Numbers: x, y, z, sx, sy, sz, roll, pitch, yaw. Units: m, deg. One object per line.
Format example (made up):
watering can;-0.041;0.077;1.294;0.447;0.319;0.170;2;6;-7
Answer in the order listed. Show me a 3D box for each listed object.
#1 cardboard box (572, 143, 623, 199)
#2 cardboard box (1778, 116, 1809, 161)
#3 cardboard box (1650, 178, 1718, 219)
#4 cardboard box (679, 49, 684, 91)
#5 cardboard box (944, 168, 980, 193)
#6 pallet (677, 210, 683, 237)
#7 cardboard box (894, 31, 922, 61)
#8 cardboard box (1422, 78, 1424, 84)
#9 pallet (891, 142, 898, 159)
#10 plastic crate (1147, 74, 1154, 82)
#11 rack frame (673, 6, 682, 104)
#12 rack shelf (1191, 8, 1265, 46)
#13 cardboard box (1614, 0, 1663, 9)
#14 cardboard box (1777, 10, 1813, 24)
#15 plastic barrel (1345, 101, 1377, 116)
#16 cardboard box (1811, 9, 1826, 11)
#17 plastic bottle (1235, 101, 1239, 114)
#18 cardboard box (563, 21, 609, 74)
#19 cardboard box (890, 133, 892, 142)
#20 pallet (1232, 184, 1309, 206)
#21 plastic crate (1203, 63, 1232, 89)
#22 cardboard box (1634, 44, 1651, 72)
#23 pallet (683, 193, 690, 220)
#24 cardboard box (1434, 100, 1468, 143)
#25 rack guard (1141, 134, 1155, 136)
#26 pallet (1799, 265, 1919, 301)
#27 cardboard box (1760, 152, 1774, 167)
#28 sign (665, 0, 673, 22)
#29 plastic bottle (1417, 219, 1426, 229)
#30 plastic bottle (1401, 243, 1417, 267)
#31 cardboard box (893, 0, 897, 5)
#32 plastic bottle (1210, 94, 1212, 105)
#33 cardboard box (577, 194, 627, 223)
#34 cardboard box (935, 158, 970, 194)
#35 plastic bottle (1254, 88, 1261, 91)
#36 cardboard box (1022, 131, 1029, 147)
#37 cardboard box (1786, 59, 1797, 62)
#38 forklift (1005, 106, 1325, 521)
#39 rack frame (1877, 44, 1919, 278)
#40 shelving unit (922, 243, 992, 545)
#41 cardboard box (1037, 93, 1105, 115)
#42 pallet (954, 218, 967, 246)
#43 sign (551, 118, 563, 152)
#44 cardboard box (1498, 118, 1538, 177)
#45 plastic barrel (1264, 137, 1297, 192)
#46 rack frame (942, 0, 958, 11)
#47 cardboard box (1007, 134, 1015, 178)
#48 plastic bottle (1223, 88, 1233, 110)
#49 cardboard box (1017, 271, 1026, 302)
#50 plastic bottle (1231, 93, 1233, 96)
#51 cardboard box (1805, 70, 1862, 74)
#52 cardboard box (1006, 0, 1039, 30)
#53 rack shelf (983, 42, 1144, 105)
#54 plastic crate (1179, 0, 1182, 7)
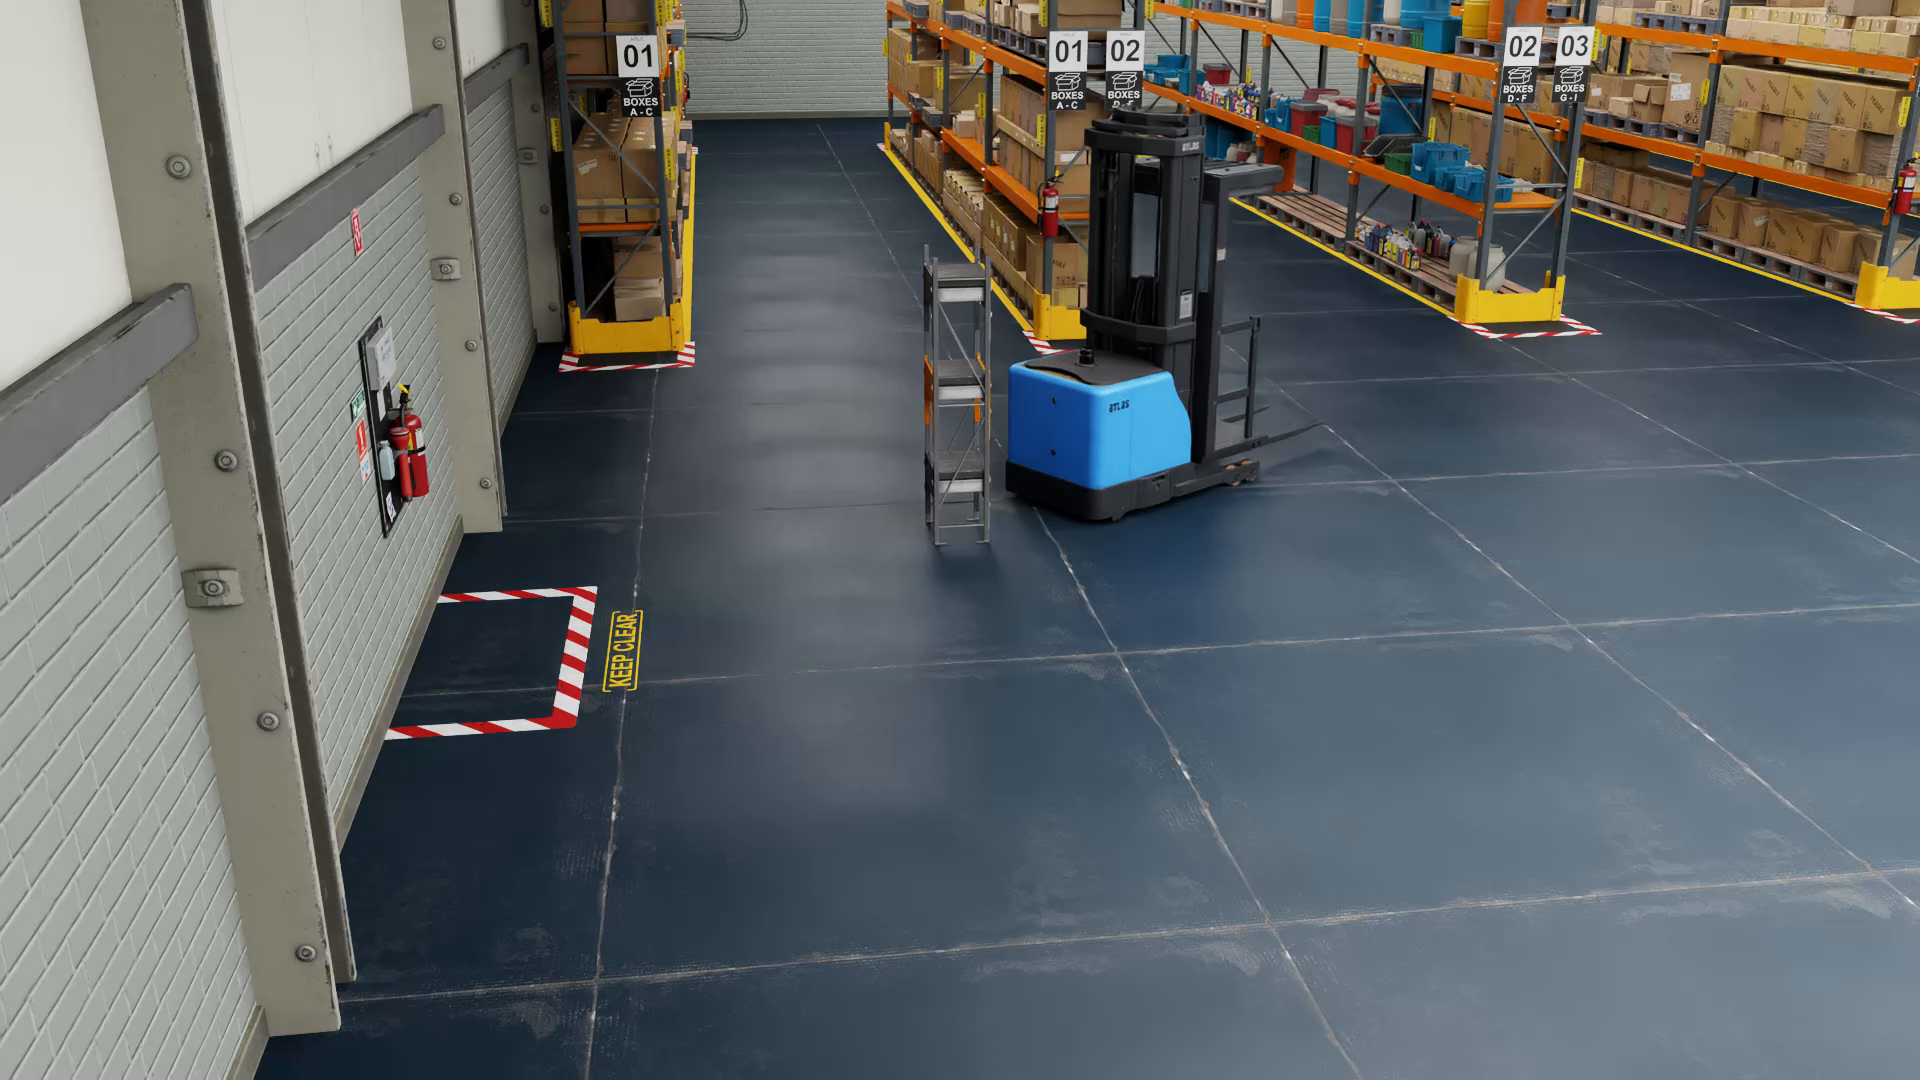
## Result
cardboard box;-3.784;-3.852;17.357;0.500;0.500;0.500;-3;21;-8
cardboard box;10.867;-5.053;20.889;0.875;0.500;0.500;-3;21;-8
cardboard box;10.505;-4.958;24.149;0.700;0.500;0.500;-3;21;-8
cardboard box;-5.613;-8.662;30.692;0.980;0.700;0.700;-3;21;-8
cardboard box;0.028;-5.405;24.930;0.500;0.311;0.500;-2;21;-6
pallet;-4.548;-4.602;24.236;1.003;0.211;1.213;-3;21;-8
cardboard box;-0.957;-9.194;30.974;0.500;0.500;0.500;-3;21;-7
cardboard box;8.953;-8.641;31.424;0.380;0.149;0.250;-3;21;-7
pallet;-0.784;-7.591;32.240;1.003;0.211;1.213;-3;21;-8
plastic crate;3.764;-8.901;32.052;0.250;0.136;0.298;-3;21;-8
rack frame;-5.235;-7.564;28.181;1.000;3.000;0.127;-3;21;-8
rack shelf;4.857;-8.439;27.266;1.077;0.370;4.000;-3;21;-8
cardboard box;10.008;-8.089;24.443;0.500;0.500;0.500;-4;21;-9
cardboard box;10.519;-6.574;20.888;0.380;0.149;0.250;-3;21;-9
plastic barrel;5.695;-5.954;23.675;0.433;0.535;0.433;0;20;0
cardboard box;11.091;-6.693;21.207;0.380;0.149;0.250;-4;21;-9
plastic bottle;4.534;-7.061;27.118;0.097;0.201;0.097;0;20;0
cardboard box;-3.816;-5.002;16.864;0.500;0.500;0.500;-1;21;-4
cardboard box;-1.154;-7.830;32.314;0.380;0.166;0.250;-3;21;-8
pallet;4.990;-5.643;27.024;1.003;0.211;1.213;-3;21;-8
plastic crate;4.688;-8.443;30.359;0.402;0.464;0.583;-3;21;-8
cardboard box;13.767;-9.576;33.000;0.500;0.500;0.500;-3;21;-7
pallet;-4.698;-5.149;25.702;1.003;0.211;1.213;-3;21;-8
cardboard box;9.453;-7.747;31.108;0.875;0.875;0.875;-3;21;-8
rack guard;3.975;-8.285;33.685;1.175;0.500;0.348;-3;21;-8
pallet;11.106;-3.162;20.380;1.003;0.211;1.213;-3;21;-8
cardboard box;10.561;-4.905;21.420;0.380;0.149;0.250;-3;21;-8
sign;-3.546;-6.471;20.230;0.100;0.325;0.005;-3;21;-8
plastic bottle;6.099;-4.050;21.931;0.144;0.351;0.185;-3;21;-9
plastic bottle;5.590;-3.541;20.675;0.152;0.276;0.135;-3;21;-7
cardboard box;-0.955;-9.997;30.624;0.500;0.250;0.500;-3;21;-8
plastic bottle;4.328;-7.555;28.442;0.097;0.201;0.097;0;20;0
cardboard box;-3.765;-3.500;17.487;0.500;0.250;0.500;-3;21;-7
cardboard box;-0.124;-5.777;26.341;0.500;0.500;0.500;-2;21;-6
plastic bottle;5.070;-7.584;28.412;0.152;0.276;0.135;-3;21;-8
cardboard box;0.927;-4.671;19.364;0.380;0.149;0.250;-3;21;-8
cardboard box;14.788;-8.398;29.324;0.380;0.149;0.250;-4;21;-10
forklift;1.796;-1.929;13.191;3.031;2.935;1.130;-17;27;-38
rack frame;11.199;-4.159;19.063;1.000;3.000;0.127;-3;21;-8
shelving unit;-0.024;-1.041;12.002;0.431;2.100;0.503;-3;21;-8
cardboard box;1.252;-4.677;18.455;0.700;0.500;0.500;-3;21;-9
pallet;0.495;-4.415;23.736;1.003;0.211;1.213;-3;21;-8
sign;-4.058;-4.079;16.742;0.100;0.325;0.005;-3;21;-8
cardboard box;9.846;-6.679;28.248;1.225;0.875;0.875;-3;21;-8
plastic barrel;5.057;-6.027;26.568;0.600;0.830;0.708;-3;21;-8
rack frame;0.243;-9.241;24.096;1.000;3.000;0.127;-3;21;-8
cardboard box;0.972;-4.756;20.521;0.700;0.500;0.500;-3;21;-8
plastic bottle;4.472;-7.337;27.644;0.144;0.351;0.185;-3;21;-8
cardboard box;0.942;-2.912;19.056;0.500;0.250;0.500;-3;21;-8
plastic bottle;4.514;-7.252;27.511;0.061;0.283;0.133;-3;21;-8
cardboard box;11.104;-5.710;21.220;0.500;0.500;0.500;-3;21;-8
cardboard box;0.932;-6.185;19.253;0.797;0.503;0.637;-1;20;-2
rack shelf;1.108;-5.421;19.184;1.077;0.370;4.000;-3;21;-8
plastic crate;4.121;-9.689;29.824;0.416;0.233;0.300;-3;21;-8
